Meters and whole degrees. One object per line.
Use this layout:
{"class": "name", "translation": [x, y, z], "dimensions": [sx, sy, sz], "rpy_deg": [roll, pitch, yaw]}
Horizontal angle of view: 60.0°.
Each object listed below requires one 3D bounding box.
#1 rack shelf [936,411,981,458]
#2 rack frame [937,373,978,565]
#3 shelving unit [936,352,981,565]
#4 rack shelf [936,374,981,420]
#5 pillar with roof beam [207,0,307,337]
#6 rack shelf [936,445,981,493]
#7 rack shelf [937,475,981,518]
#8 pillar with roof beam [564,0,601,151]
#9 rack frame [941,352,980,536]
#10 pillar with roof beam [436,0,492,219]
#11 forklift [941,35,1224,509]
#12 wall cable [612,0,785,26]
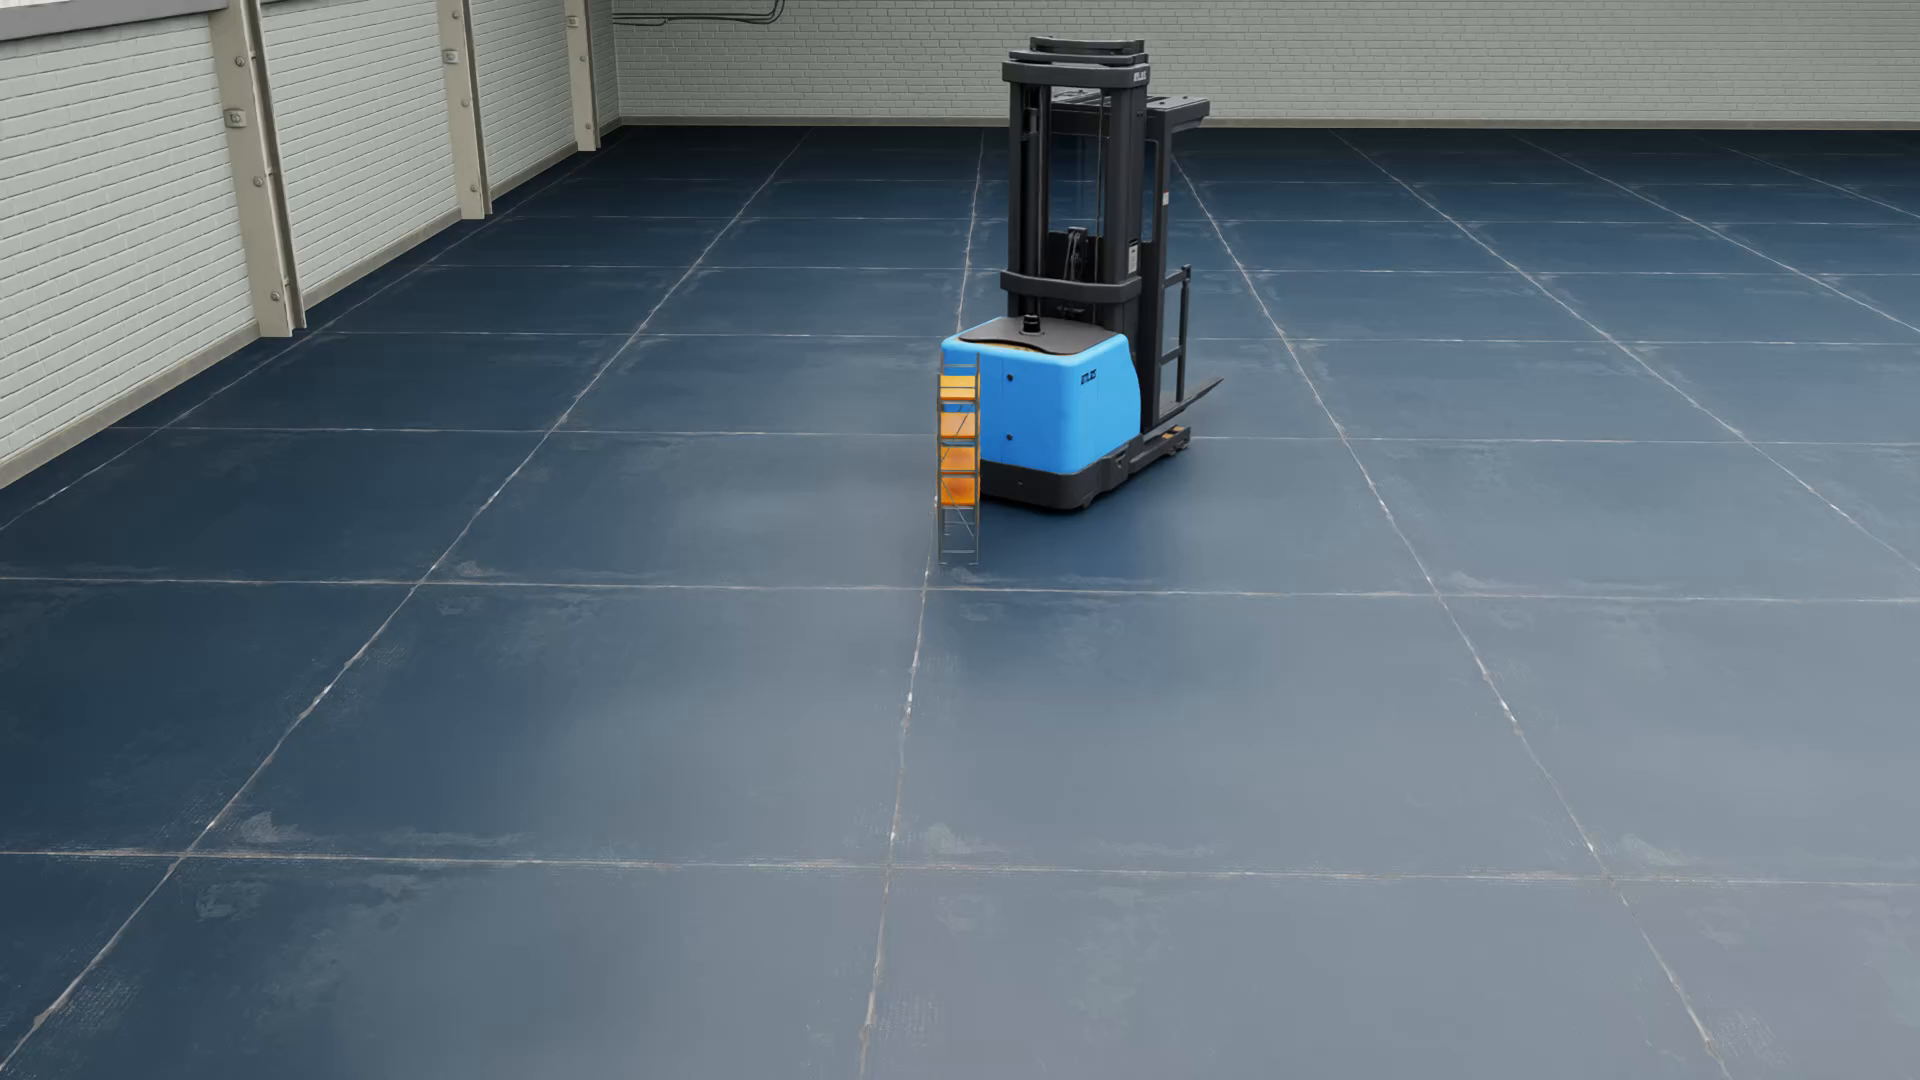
{"class": "rack shelf", "translation": [-0.005, -0.645, 10.101], "dimensions": [0.258, 0.148, 0.480], "rpy_deg": [1, 21, 2]}
{"class": "rack frame", "translation": [-0.012, -0.411, 9.930], "dimensions": [0.240, 1.200, 0.015], "rpy_deg": [1, 21, 2]}
{"class": "shelving unit", "translation": [-0.005, -0.500, 10.158], "dimensions": [0.258, 1.200, 0.503], "rpy_deg": [1, 21, 2]}
{"class": "rack shelf", "translation": [-0.005, -0.866, 10.015], "dimensions": [0.258, 0.148, 0.480], "rpy_deg": [1, 21, 2]}
{"class": "pillar with roof beam", "translation": [-2.035, -6.096, 13.801], "dimensions": [9.100, 9.000, 0.400], "rpy_deg": [1, 21, 2]}
{"class": "rack shelf", "translation": [-0.005, -0.437, 10.182], "dimensions": [0.258, 0.148, 0.480], "rpy_deg": [1, 21, 2]}
{"class": "rack shelf", "translation": [-0.005, -0.252, 10.254], "dimensions": [0.258, 0.148, 0.480], "rpy_deg": [1, 21, 2]}
{"class": "pillar with roof beam", "translation": [-1.670, -10.435, 24.983], "dimensions": [9.100, 9.000, 0.400], "rpy_deg": [1, 21, 2]}
{"class": "rack frame", "translation": [0.002, -0.588, 10.385], "dimensions": [0.240, 1.200, 0.015], "rpy_deg": [1, 21, 2]}
{"class": "pillar with roof beam", "translation": [-1.852, -8.266, 19.392], "dimensions": [9.100, 9.000, 0.400], "rpy_deg": [1, 21, 2]}
{"class": "forklift", "translation": [1.044, -2.052, 11.766], "dimensions": [1.130, 2.935, 3.031], "rpy_deg": [12, 24, 28]}
{"class": "wall cable", "translation": [-4.562, -10.085, 28.374], "dimensions": [3.097, 2.526, 0.112], "rpy_deg": [1, 21, 2]}
